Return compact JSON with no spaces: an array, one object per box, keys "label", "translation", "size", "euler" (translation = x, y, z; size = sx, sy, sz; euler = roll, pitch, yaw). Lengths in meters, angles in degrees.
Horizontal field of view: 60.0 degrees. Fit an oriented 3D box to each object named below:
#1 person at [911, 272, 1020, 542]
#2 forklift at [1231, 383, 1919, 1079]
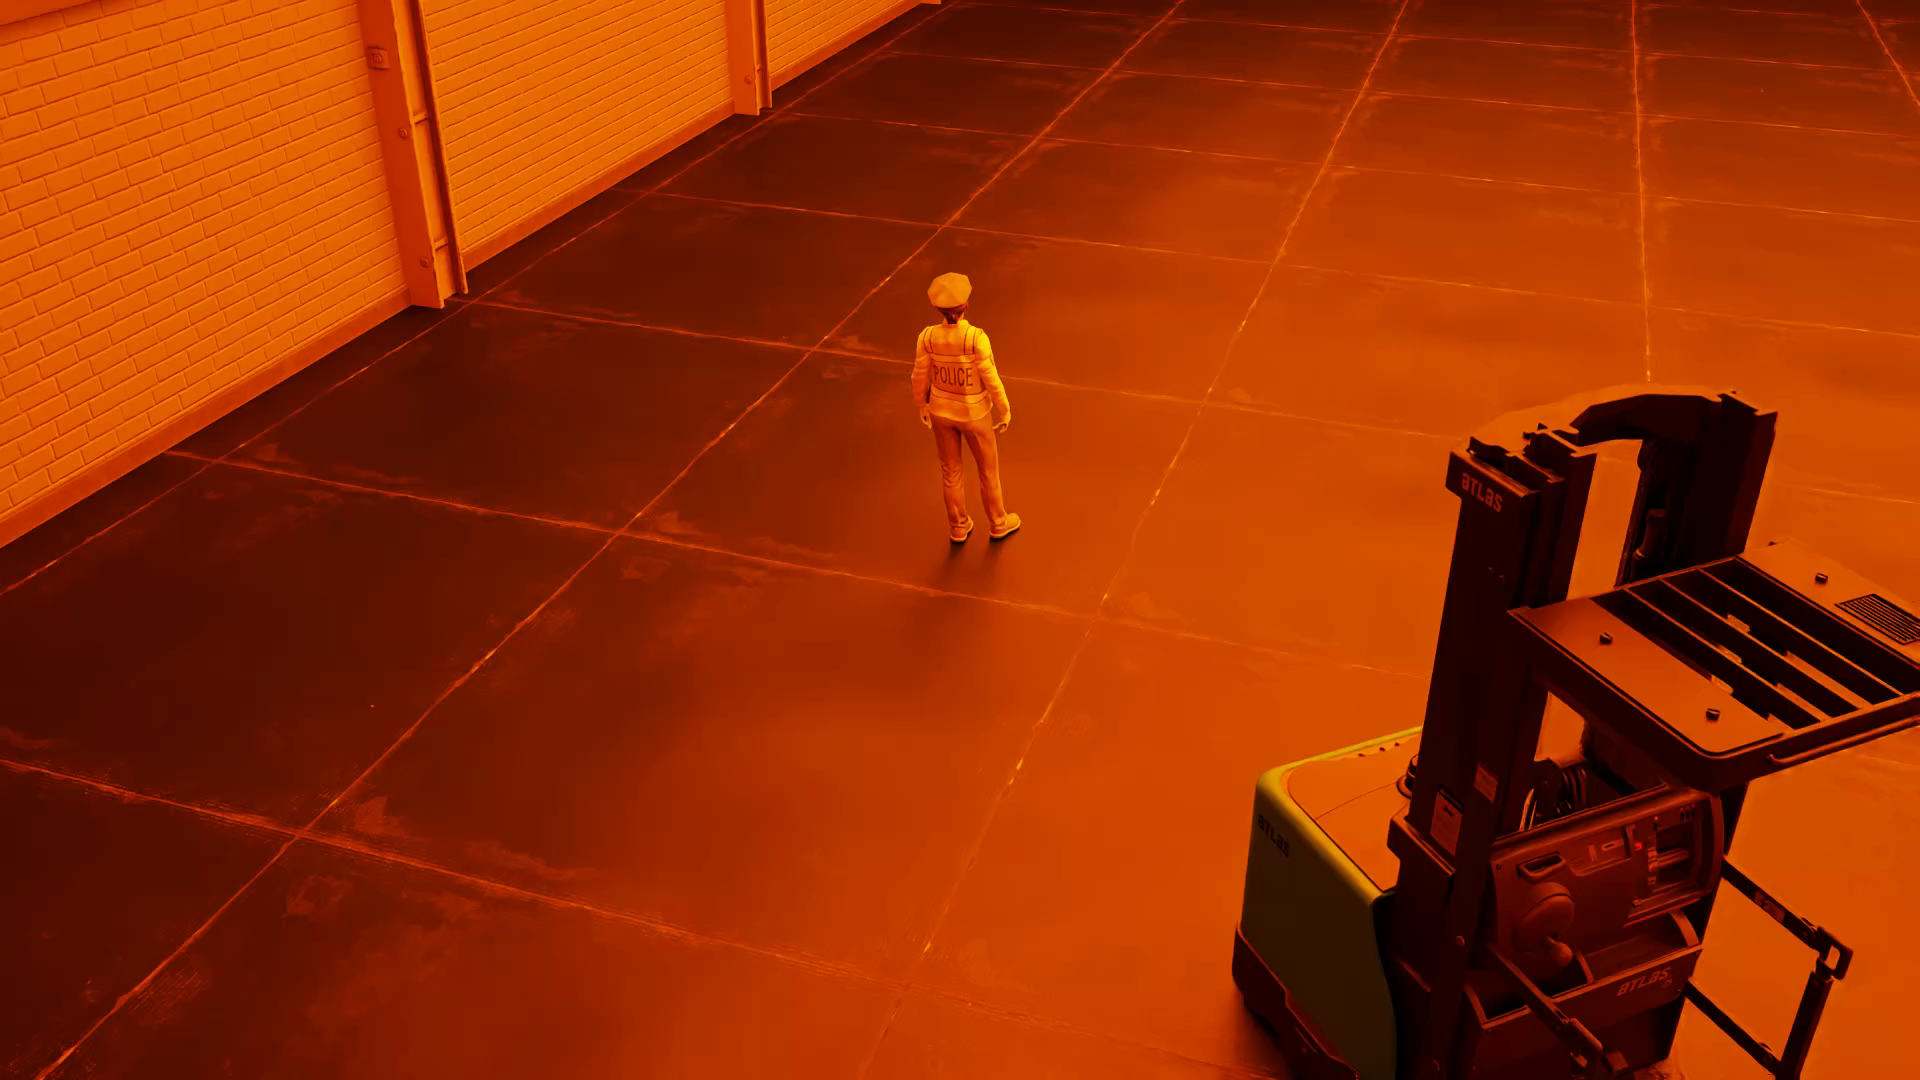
[{"label":"person","translation":[0.028,-0.774,9.727],"size":[0.587,1.695,0.531],"euler":[10,31,16]},{"label":"forklift","translation":[2.168,1.123,5.166],"size":[1.130,2.935,3.031],"euler":[-12,32,-20]}]
